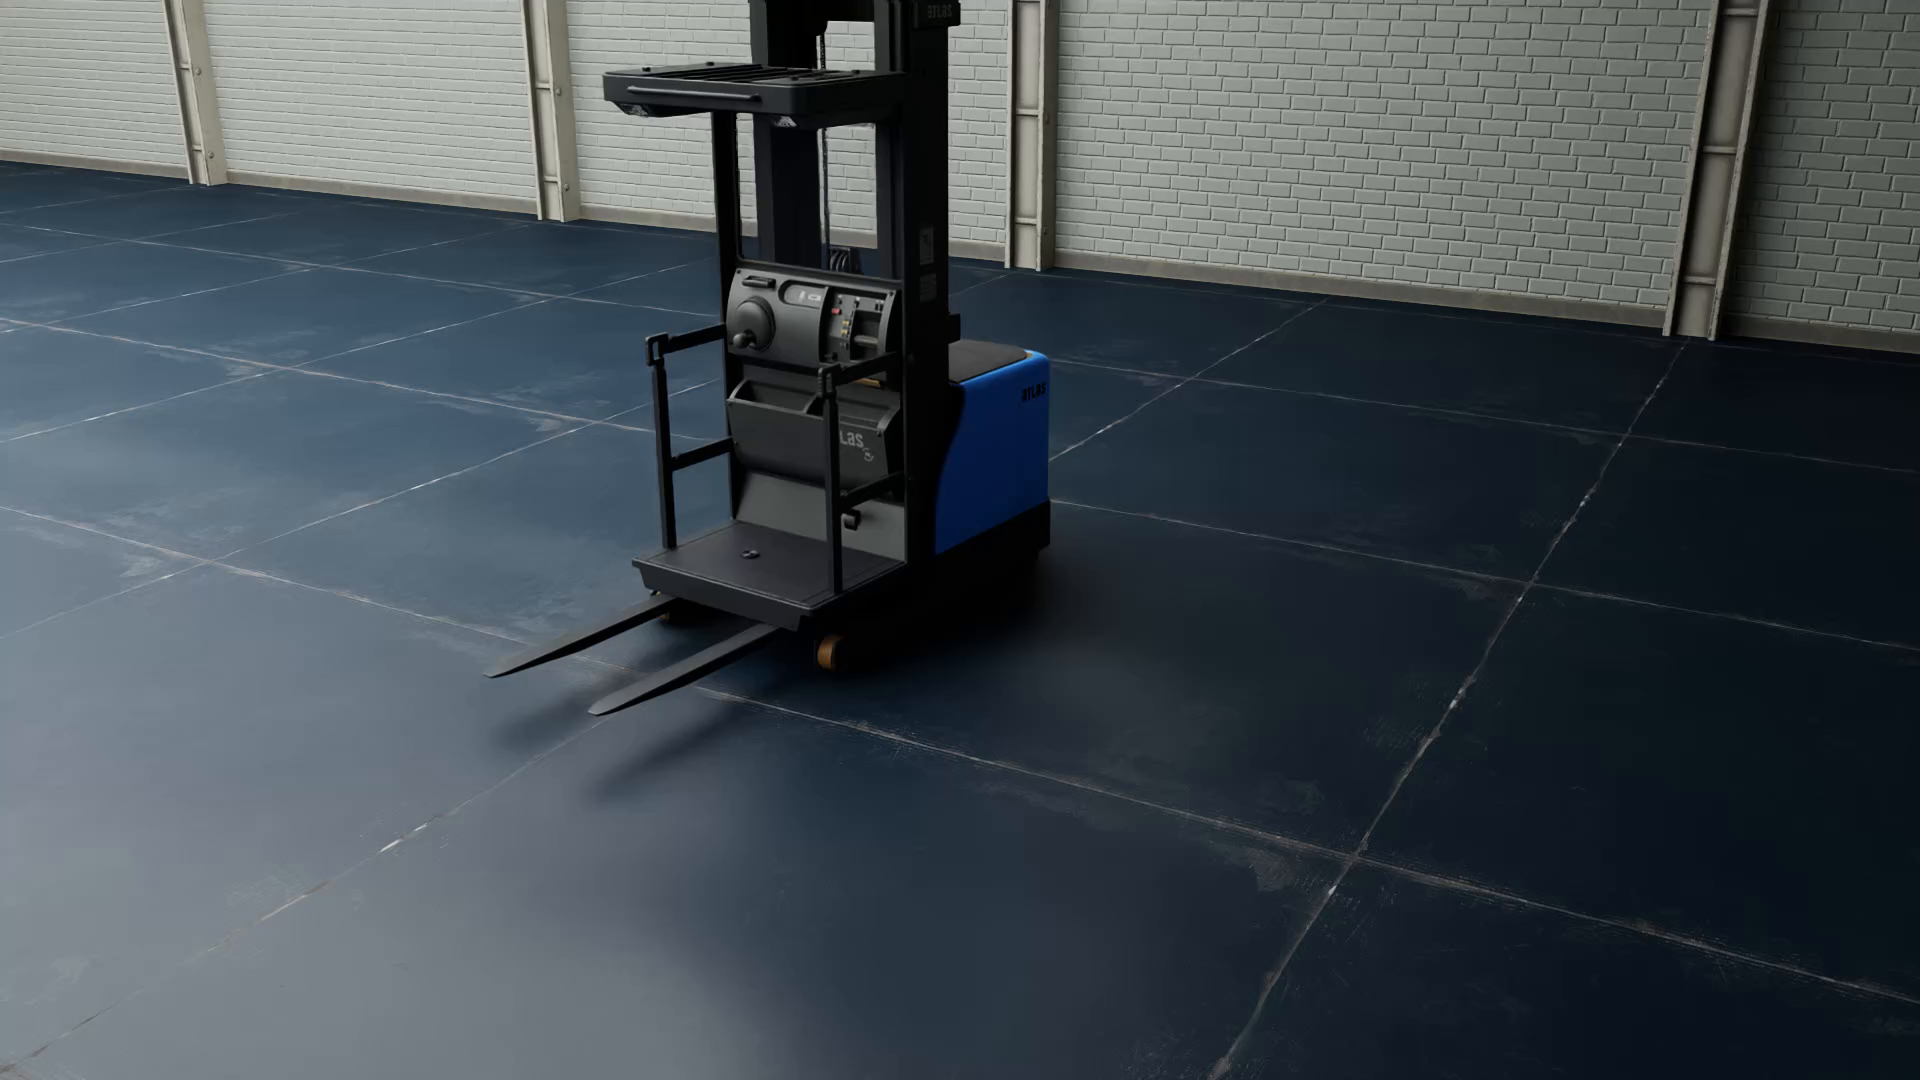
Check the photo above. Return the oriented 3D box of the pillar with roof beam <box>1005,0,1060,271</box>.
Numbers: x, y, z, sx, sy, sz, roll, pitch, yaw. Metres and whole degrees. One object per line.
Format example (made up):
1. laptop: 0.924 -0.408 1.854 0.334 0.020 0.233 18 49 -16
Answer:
1. pillar with roof beam: -1.419 -5.613 11.141 0.400 9.000 9.100 11 23 27

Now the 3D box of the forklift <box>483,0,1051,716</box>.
1. forklift: -0.792 -0.985 7.283 1.130 2.935 3.031 13 24 33

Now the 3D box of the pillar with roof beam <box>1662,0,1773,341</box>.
1. pillar with roof beam: 3.819 -4.615 8.391 0.400 9.000 9.100 11 23 27

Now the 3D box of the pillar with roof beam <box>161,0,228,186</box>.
1. pillar with roof beam: -11.896 -7.608 16.643 0.400 9.000 9.100 11 23 27

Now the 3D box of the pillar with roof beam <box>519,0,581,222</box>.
1. pillar with roof beam: -6.658 -6.610 13.892 0.400 9.000 9.100 11 23 27
